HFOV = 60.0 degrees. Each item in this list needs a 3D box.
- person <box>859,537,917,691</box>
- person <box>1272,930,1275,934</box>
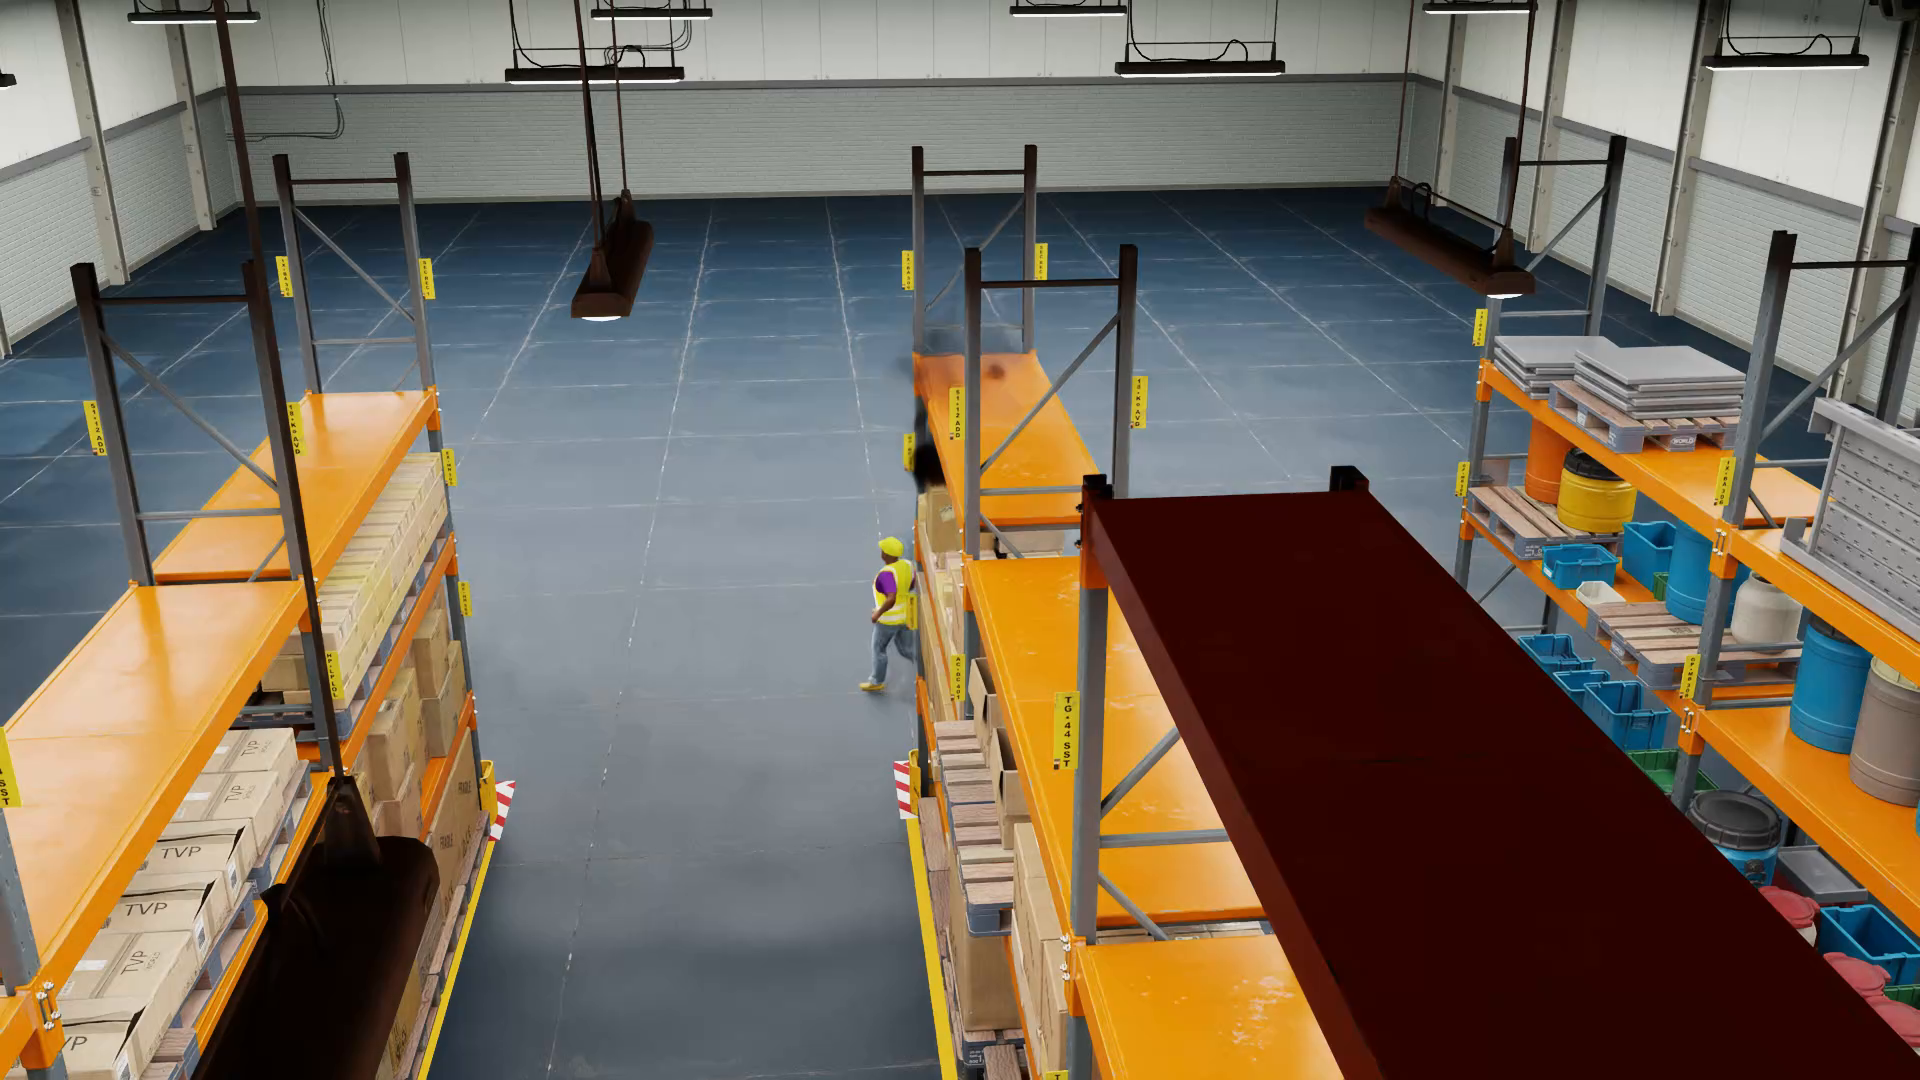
[{"bbox_3d":[-0.638,0.820,17.173,0.980,1.773,0.711,14,25,31],"label":"person"},{"bbox_3d":[2.148,3.298,11.052,0.562,1.656,0.926,-5,22,-12],"label":"person"}]
